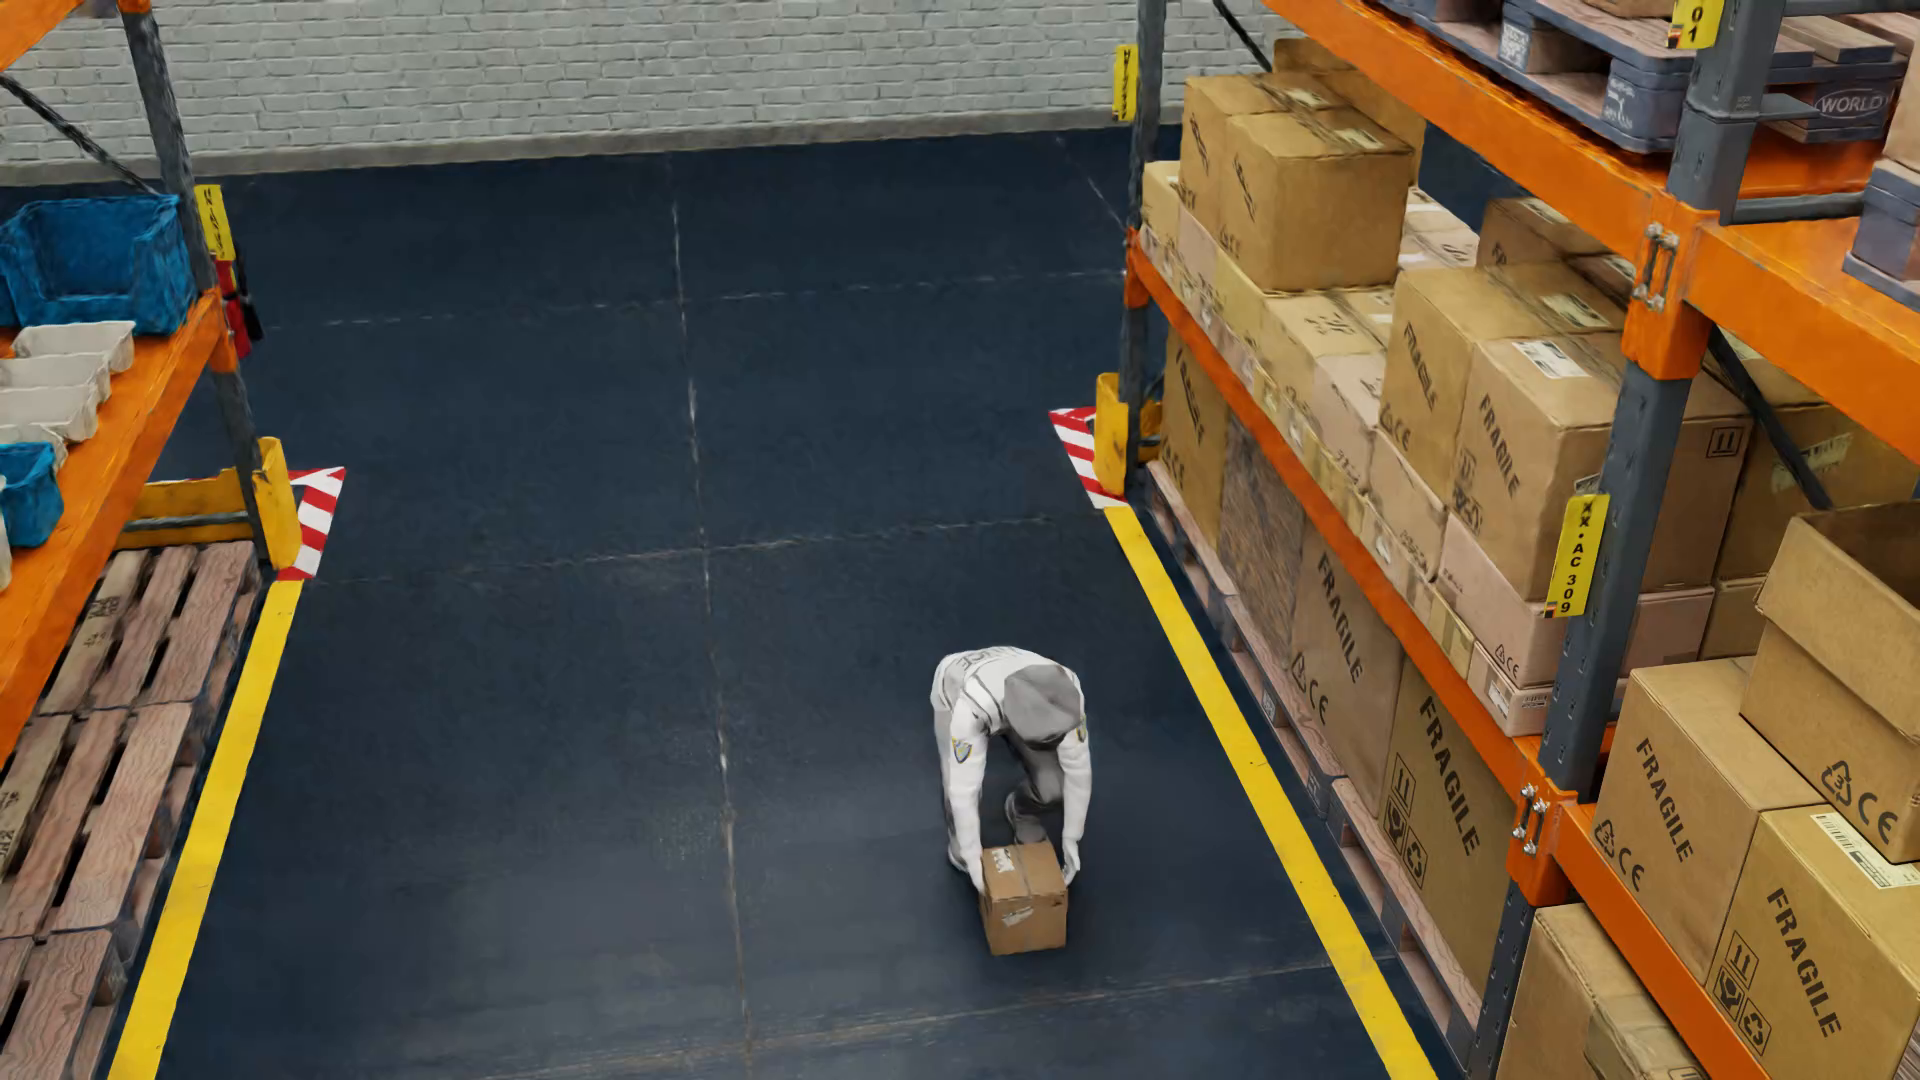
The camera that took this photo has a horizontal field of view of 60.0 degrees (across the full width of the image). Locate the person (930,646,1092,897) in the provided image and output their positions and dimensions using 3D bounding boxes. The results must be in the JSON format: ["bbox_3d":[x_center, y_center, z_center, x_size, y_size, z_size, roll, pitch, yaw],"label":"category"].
[{"bbox_3d":[0.173,0.702,5.627,0.489,0.984,0.845,-5,31,-9],"label":"person"}]
